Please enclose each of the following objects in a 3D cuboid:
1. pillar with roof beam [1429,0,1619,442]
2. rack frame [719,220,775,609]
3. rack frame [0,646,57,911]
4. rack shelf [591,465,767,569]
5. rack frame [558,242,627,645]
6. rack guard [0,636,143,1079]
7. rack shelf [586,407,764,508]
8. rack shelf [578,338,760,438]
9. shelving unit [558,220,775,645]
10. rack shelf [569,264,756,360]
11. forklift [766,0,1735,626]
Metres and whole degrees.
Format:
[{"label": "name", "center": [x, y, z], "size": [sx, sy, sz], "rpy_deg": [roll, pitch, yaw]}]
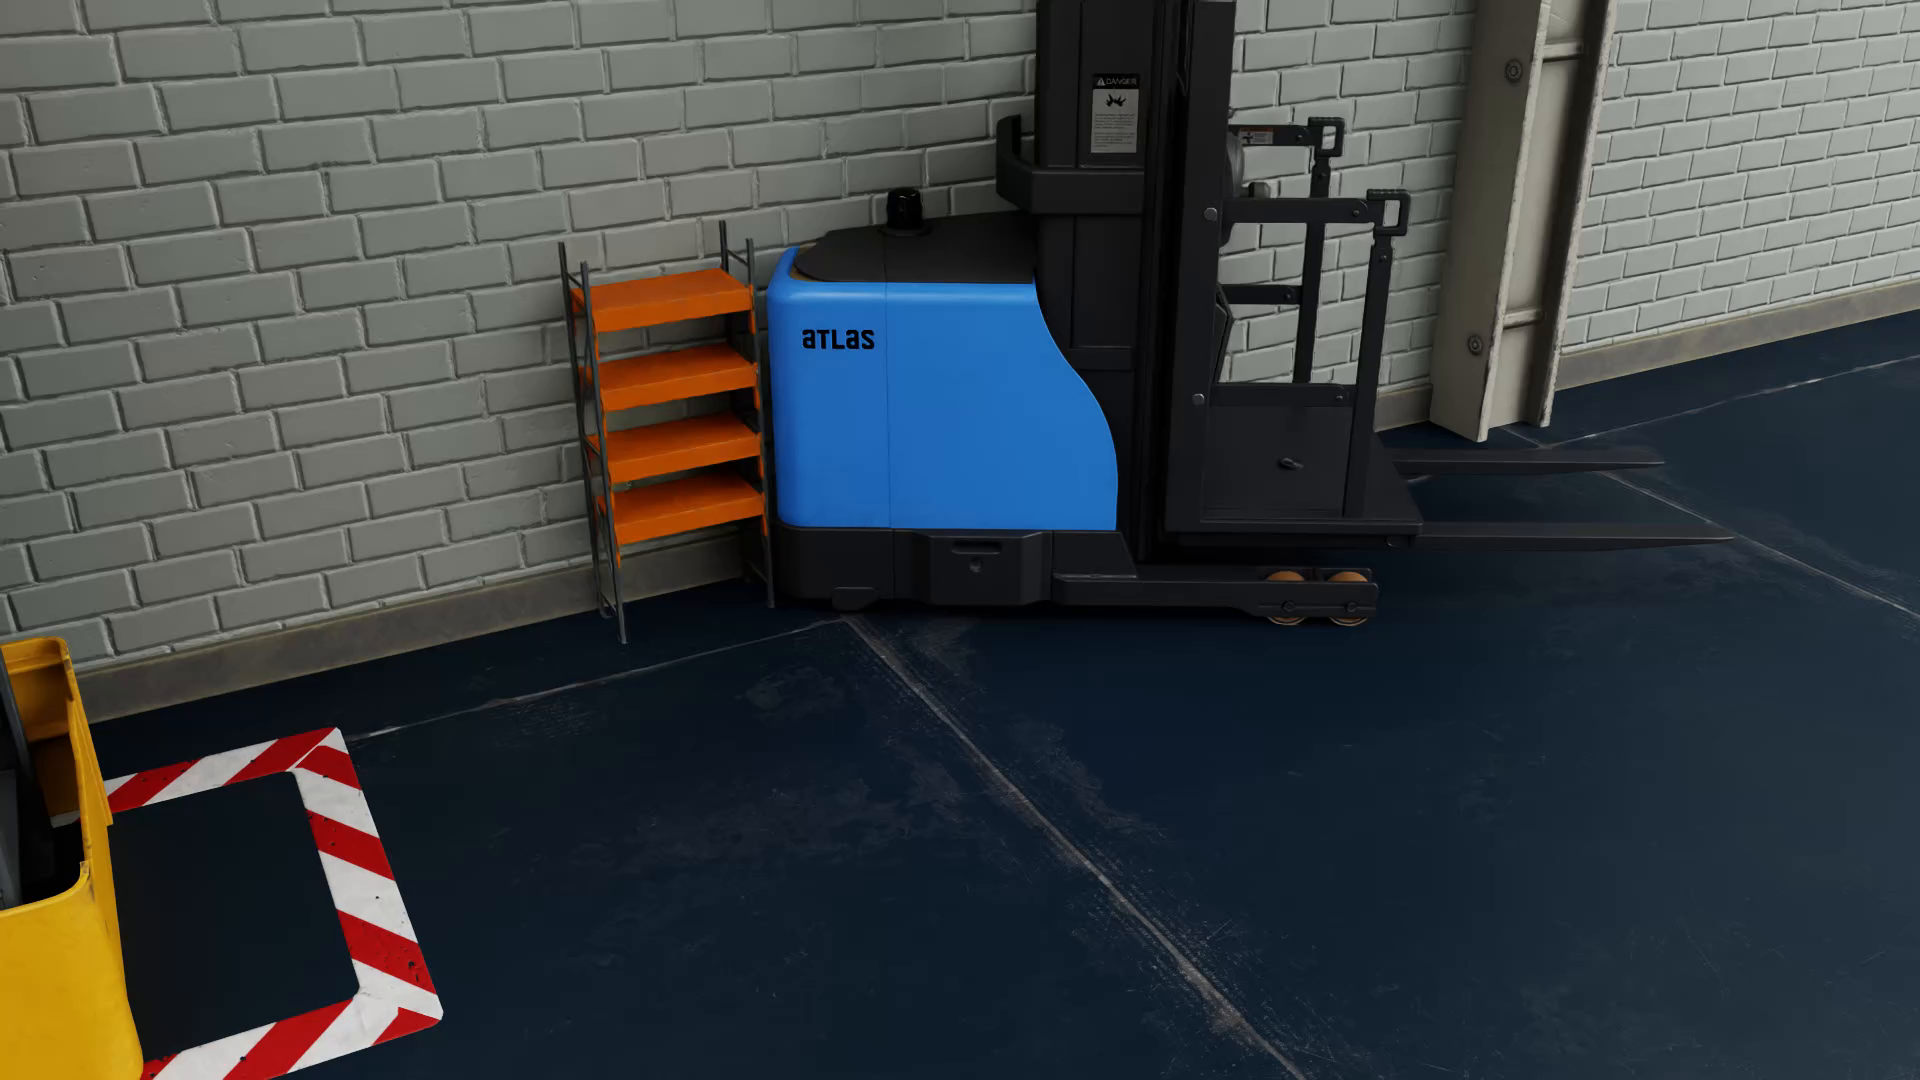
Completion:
[{"label": "pillar with roof beam", "center": [4.164, -2.896, 1.385], "size": [0.400, 9.000, 9.100], "rpy_deg": [-13, 29, -25]}, {"label": "rack frame", "center": [-0.654, -0.367, 5.124], "size": [0.015, 1.200, 0.240], "rpy_deg": [-13, 29, -25]}, {"label": "rack frame", "center": [-2.117, -0.411, 3.141], "size": [0.127, 3.000, 1.000], "rpy_deg": [-13, 29, -25]}, {"label": "rack shelf", "center": [-0.868, -0.077, 5.136], "size": [0.480, 0.148, 0.258], "rpy_deg": [-13, 29, -25]}, {"label": "rack frame", "center": [-1.084, -0.266, 4.917], "size": [0.015, 1.200, 0.240], "rpy_deg": [-13, 29, -25]}, {"label": "rack guard", "center": [-2.096, 0.711, 3.692], "size": [0.348, 0.500, 1.175], "rpy_deg": [-13, 29, -25]}, {"label": "rack shelf", "center": [-0.869, -0.256, 5.050], "size": [0.480, 0.148, 0.258], "rpy_deg": [-13, 29, -25]}, {"label": "rack shelf", "center": [-0.870, -0.457, 4.953], "size": [0.480, 0.148, 0.258], "rpy_deg": [-13, 29, -25]}, {"label": "shelving unit", "center": [-0.869, -0.317, 5.021], "size": [0.503, 1.200, 0.258], "rpy_deg": [-13, 29, -25]}, {"label": "rack shelf", "center": [-0.870, -0.670, 4.850], "size": [0.480, 0.148, 0.258], "rpy_deg": [-13, 29, -25]}, {"label": "forklift", "center": [0.942, -1.286, 5.043], "size": [3.031, 2.935, 1.130], "rpy_deg": [1, 26, 1]}]
